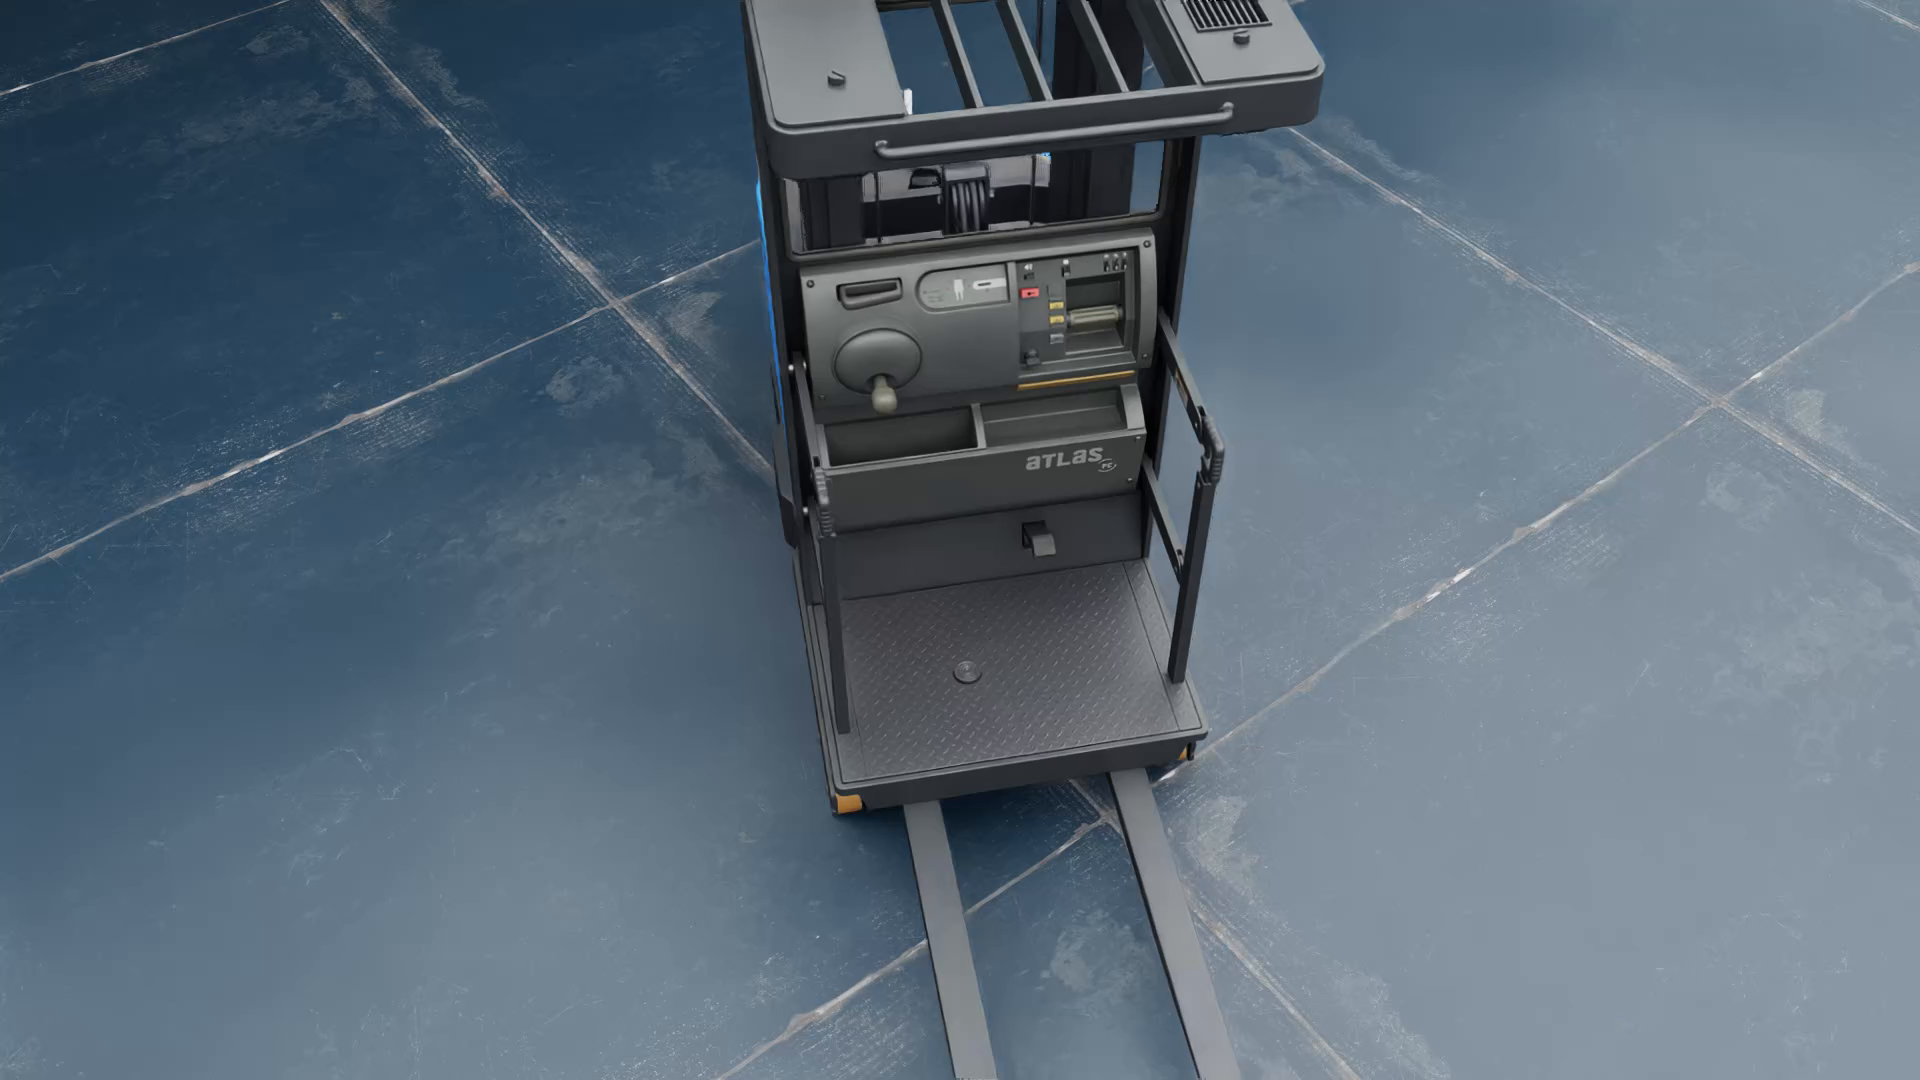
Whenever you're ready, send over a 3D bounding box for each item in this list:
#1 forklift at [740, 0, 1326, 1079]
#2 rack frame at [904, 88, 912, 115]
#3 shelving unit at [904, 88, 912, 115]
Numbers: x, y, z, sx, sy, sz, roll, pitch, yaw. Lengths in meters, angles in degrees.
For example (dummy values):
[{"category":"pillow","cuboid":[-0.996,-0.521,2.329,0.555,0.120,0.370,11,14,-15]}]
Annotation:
[{"category":"forklift","cuboid":[0.100,-0.467,4.195,1.130,2.935,3.031,-8,48,-7]},{"category":"rack frame","cuboid":[-0.263,-1.033,5.877,0.240,1.200,0.015,-27,53,-22]},{"category":"shelving unit","cuboid":[-0.401,-1.182,6.012,0.258,1.200,0.503,-27,53,-22]}]
